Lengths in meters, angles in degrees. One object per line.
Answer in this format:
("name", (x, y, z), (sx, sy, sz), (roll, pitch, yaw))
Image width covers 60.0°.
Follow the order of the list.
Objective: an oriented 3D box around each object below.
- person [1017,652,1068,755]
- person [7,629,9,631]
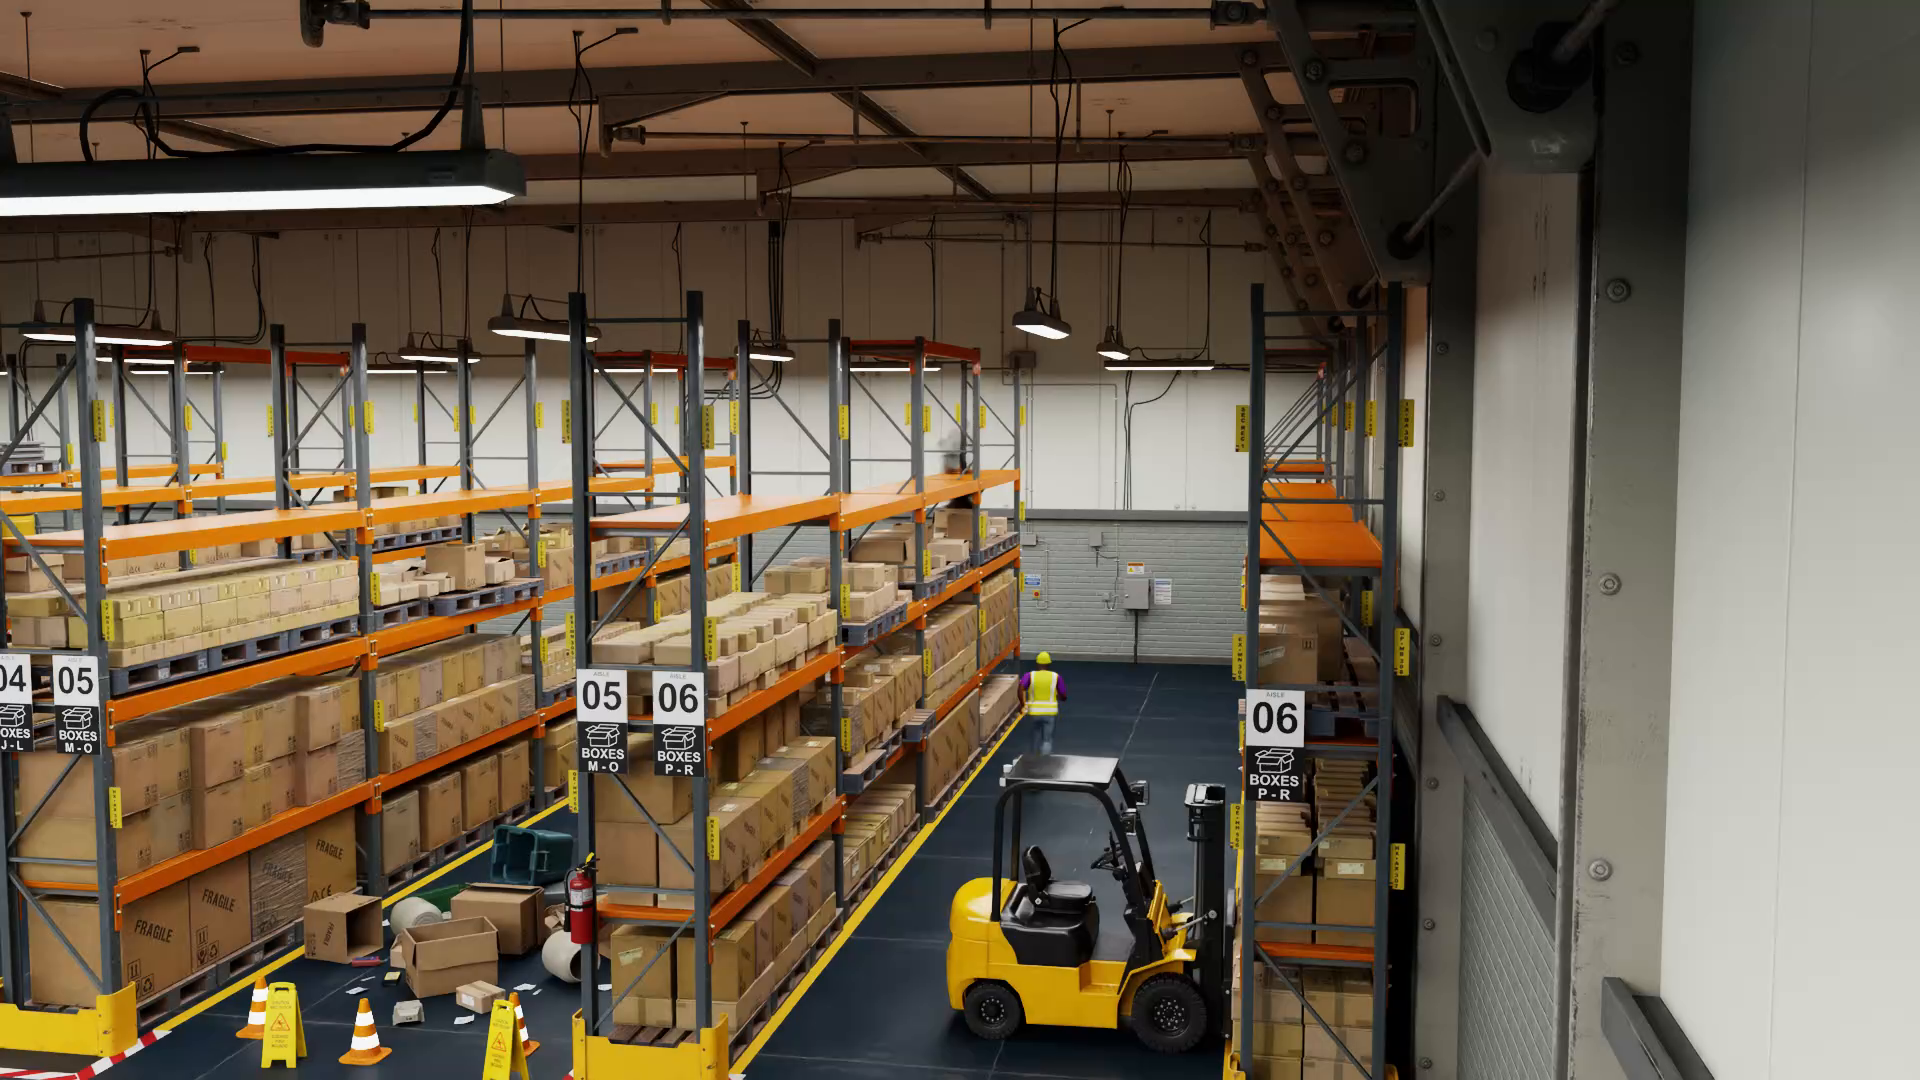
("person", (1.143, 2.410, 22.884), (0.663, 1.725, 0.980), (1, 5, 11))
("person", (-17.296, 1.899, 30.638), (0.608, 1.687, 0.790), (0, 5, -3))
